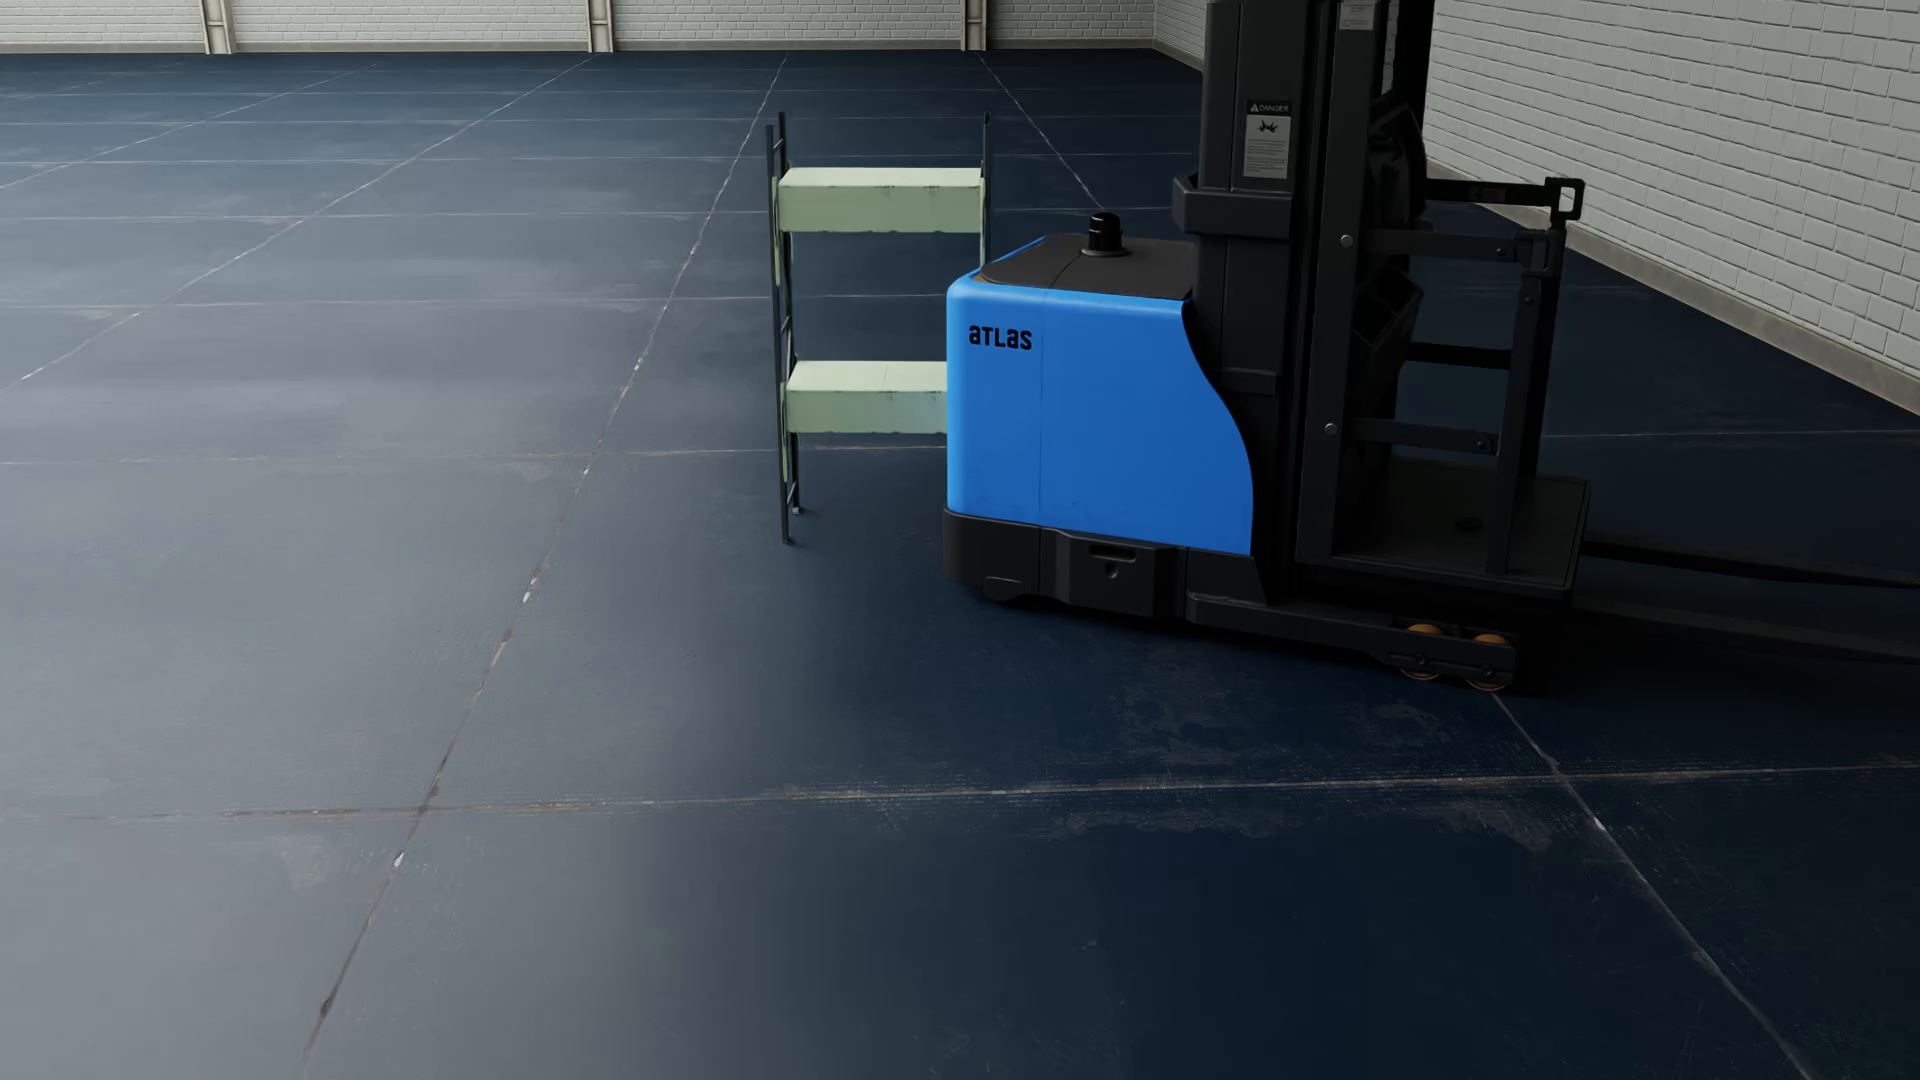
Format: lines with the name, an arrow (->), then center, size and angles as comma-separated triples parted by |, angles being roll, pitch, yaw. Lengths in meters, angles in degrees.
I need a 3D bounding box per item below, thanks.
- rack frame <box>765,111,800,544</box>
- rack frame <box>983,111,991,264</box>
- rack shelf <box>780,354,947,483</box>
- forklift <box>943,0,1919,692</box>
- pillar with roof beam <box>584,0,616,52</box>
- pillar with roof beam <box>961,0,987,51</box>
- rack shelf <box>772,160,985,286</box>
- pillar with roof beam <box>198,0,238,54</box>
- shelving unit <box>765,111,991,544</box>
rack frame -> -0.637, -0.758, 6.004 | 0.023, 1.500, 0.400 | 0, 21, 1
rack frame -> 0.095, -0.753, 5.990 | 0.023, 1.500, 0.400 | 0, 21, 1
rack shelf -> -0.271, -0.451, 6.113 | 0.720, 0.370, 0.431 | 0, 21, 1
forklift -> 1.509, -1.135, 4.982 | 3.031, 2.935, 1.130 | 9, 22, 21
pillar with roof beam -> -5.524, -10.559, 21.207 | 0.400, 9.000, 9.100 | -1, 21, -3
pillar with roof beam -> 0.466, -10.680, 21.527 | 0.400, 9.000, 9.100 | -1, 21, -3
rack shelf -> -0.271, -1.120, 5.859 | 0.720, 0.370, 0.431 | 0, 21, 1
pillar with roof beam -> -11.515, -10.437, 20.887 | 0.400, 9.000, 9.100 | -1, 21, -3
shelving unit -> -0.271, -0.755, 5.997 | 0.755, 1.500, 0.431 | 0, 21, 1
